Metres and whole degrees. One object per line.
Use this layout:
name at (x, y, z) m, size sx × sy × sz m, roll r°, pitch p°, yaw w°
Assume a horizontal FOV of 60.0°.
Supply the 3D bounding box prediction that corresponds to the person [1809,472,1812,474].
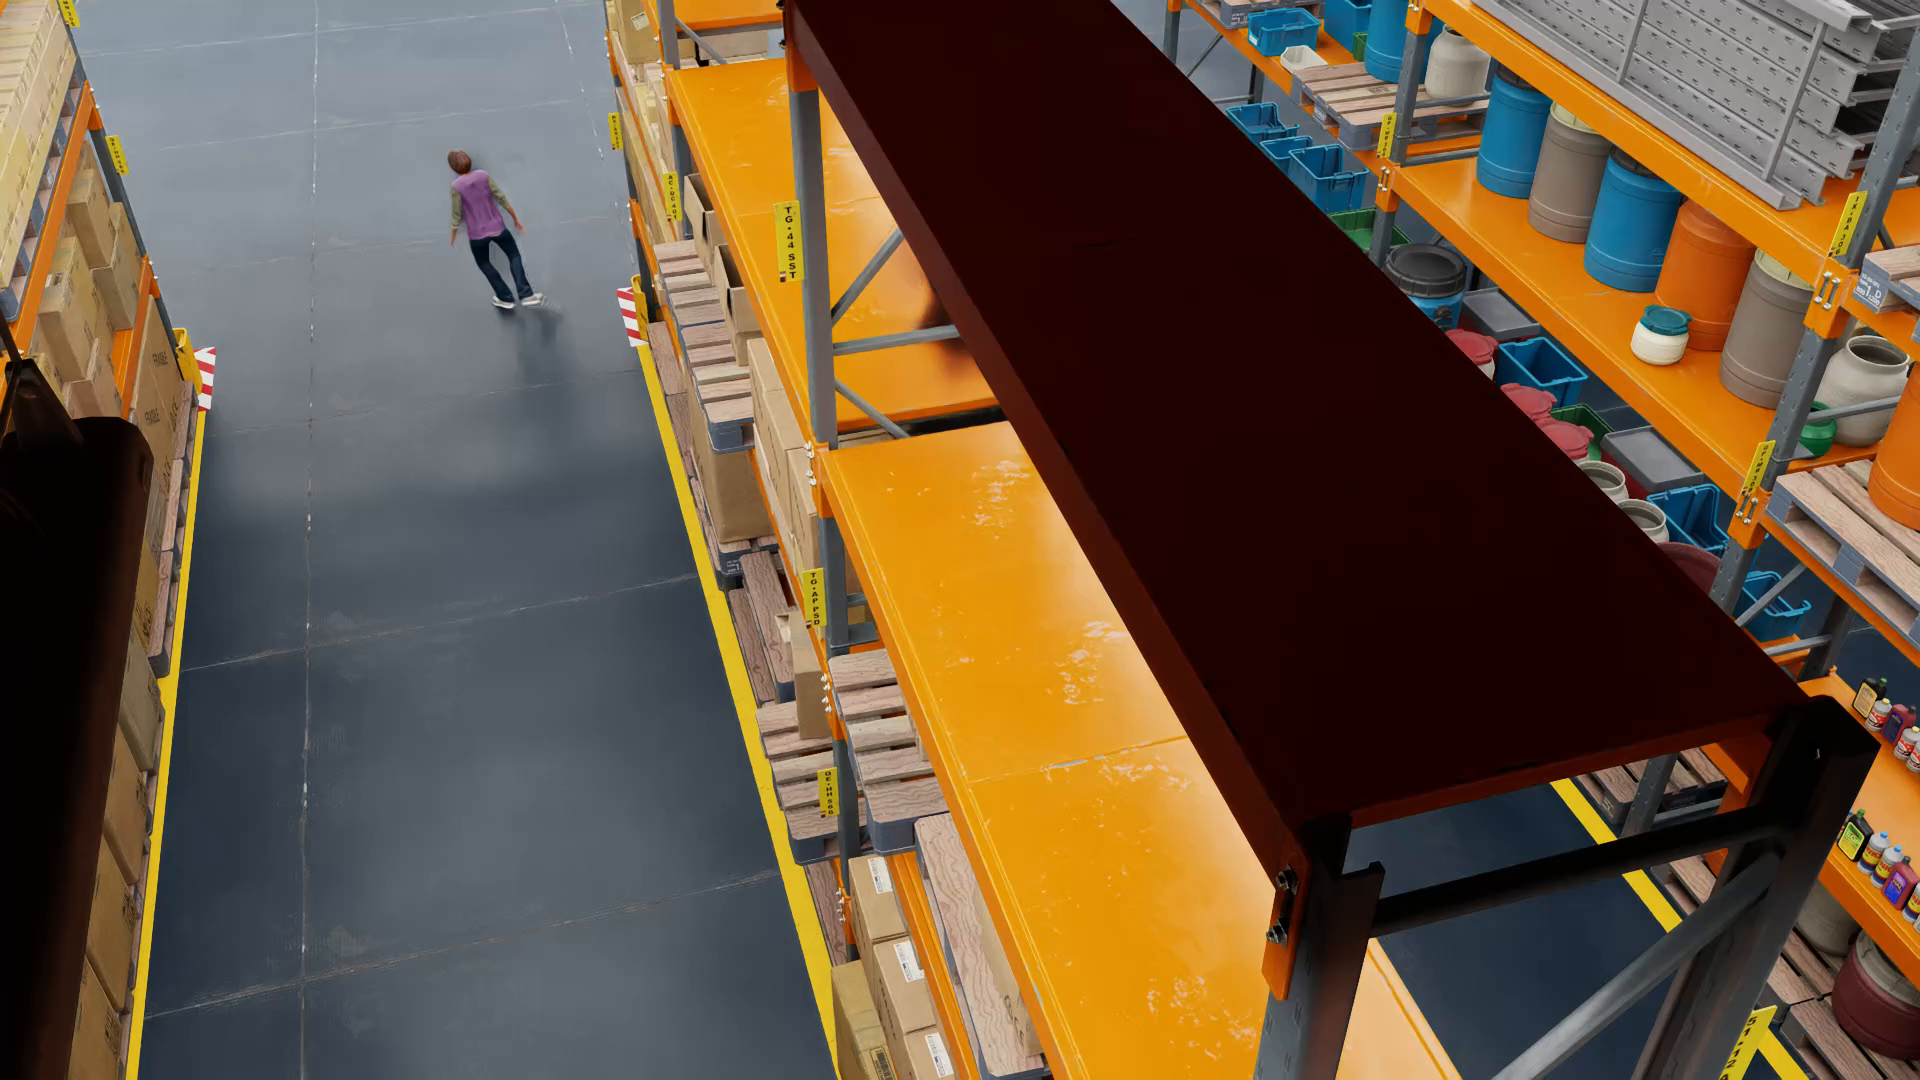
person at (6.427, -0.820, 12.657) m, size 0.644 × 1.606 × 0.982 m, roll -27°, pitch 46°, yaw -29°

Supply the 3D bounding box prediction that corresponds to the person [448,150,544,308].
person at (-4.265, -2.743, 15.156) m, size 0.671 × 1.404 × 0.588 m, roll -21°, pitch 43°, yaw -25°

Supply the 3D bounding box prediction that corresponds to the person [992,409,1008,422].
person at (0.293, -0.687, 12.347) m, size 0.636 × 1.697 × 0.623 m, roll 27°, pitch 46°, yaw 30°
